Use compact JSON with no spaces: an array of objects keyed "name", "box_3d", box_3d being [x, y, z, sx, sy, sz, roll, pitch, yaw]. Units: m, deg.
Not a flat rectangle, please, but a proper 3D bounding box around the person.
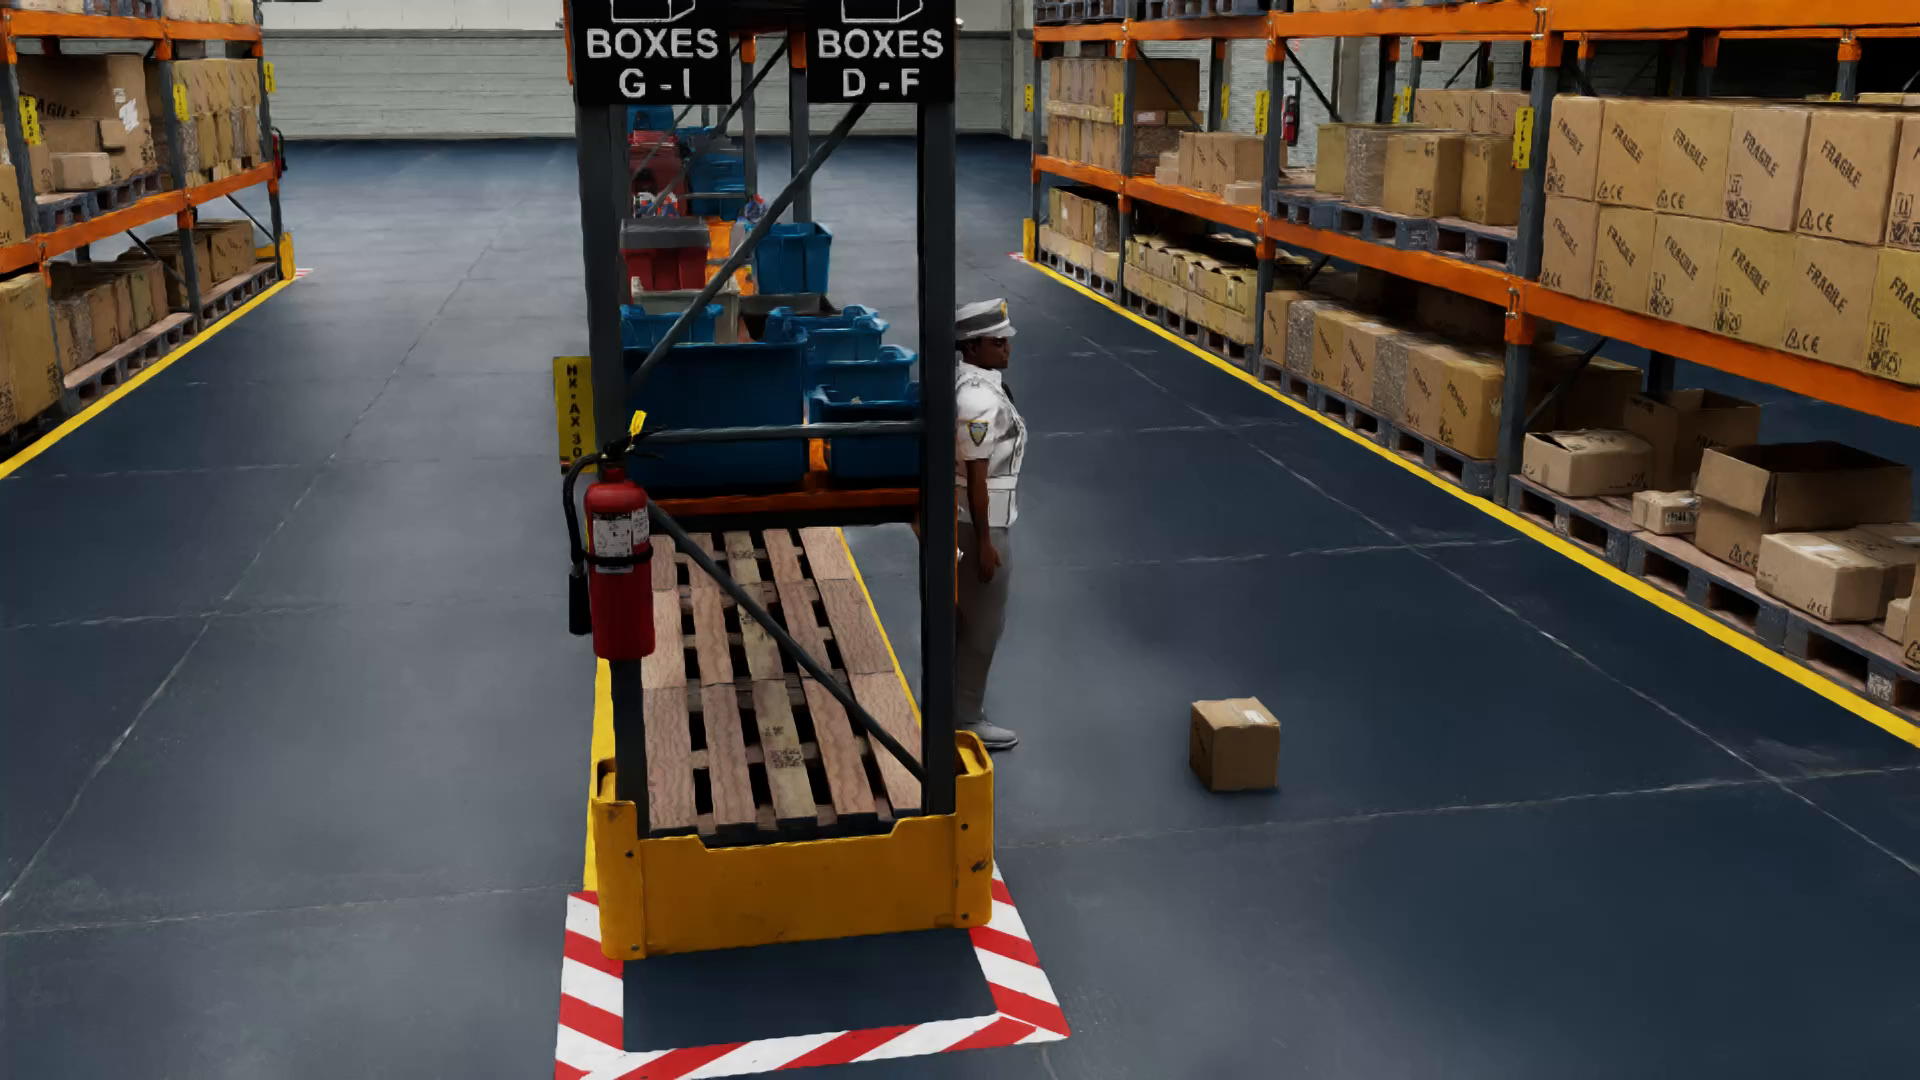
[{"name":"person","box_3d":[0.058,-0.057,6.192,0.392,1.690,0.482,-3,17,-12]}]
